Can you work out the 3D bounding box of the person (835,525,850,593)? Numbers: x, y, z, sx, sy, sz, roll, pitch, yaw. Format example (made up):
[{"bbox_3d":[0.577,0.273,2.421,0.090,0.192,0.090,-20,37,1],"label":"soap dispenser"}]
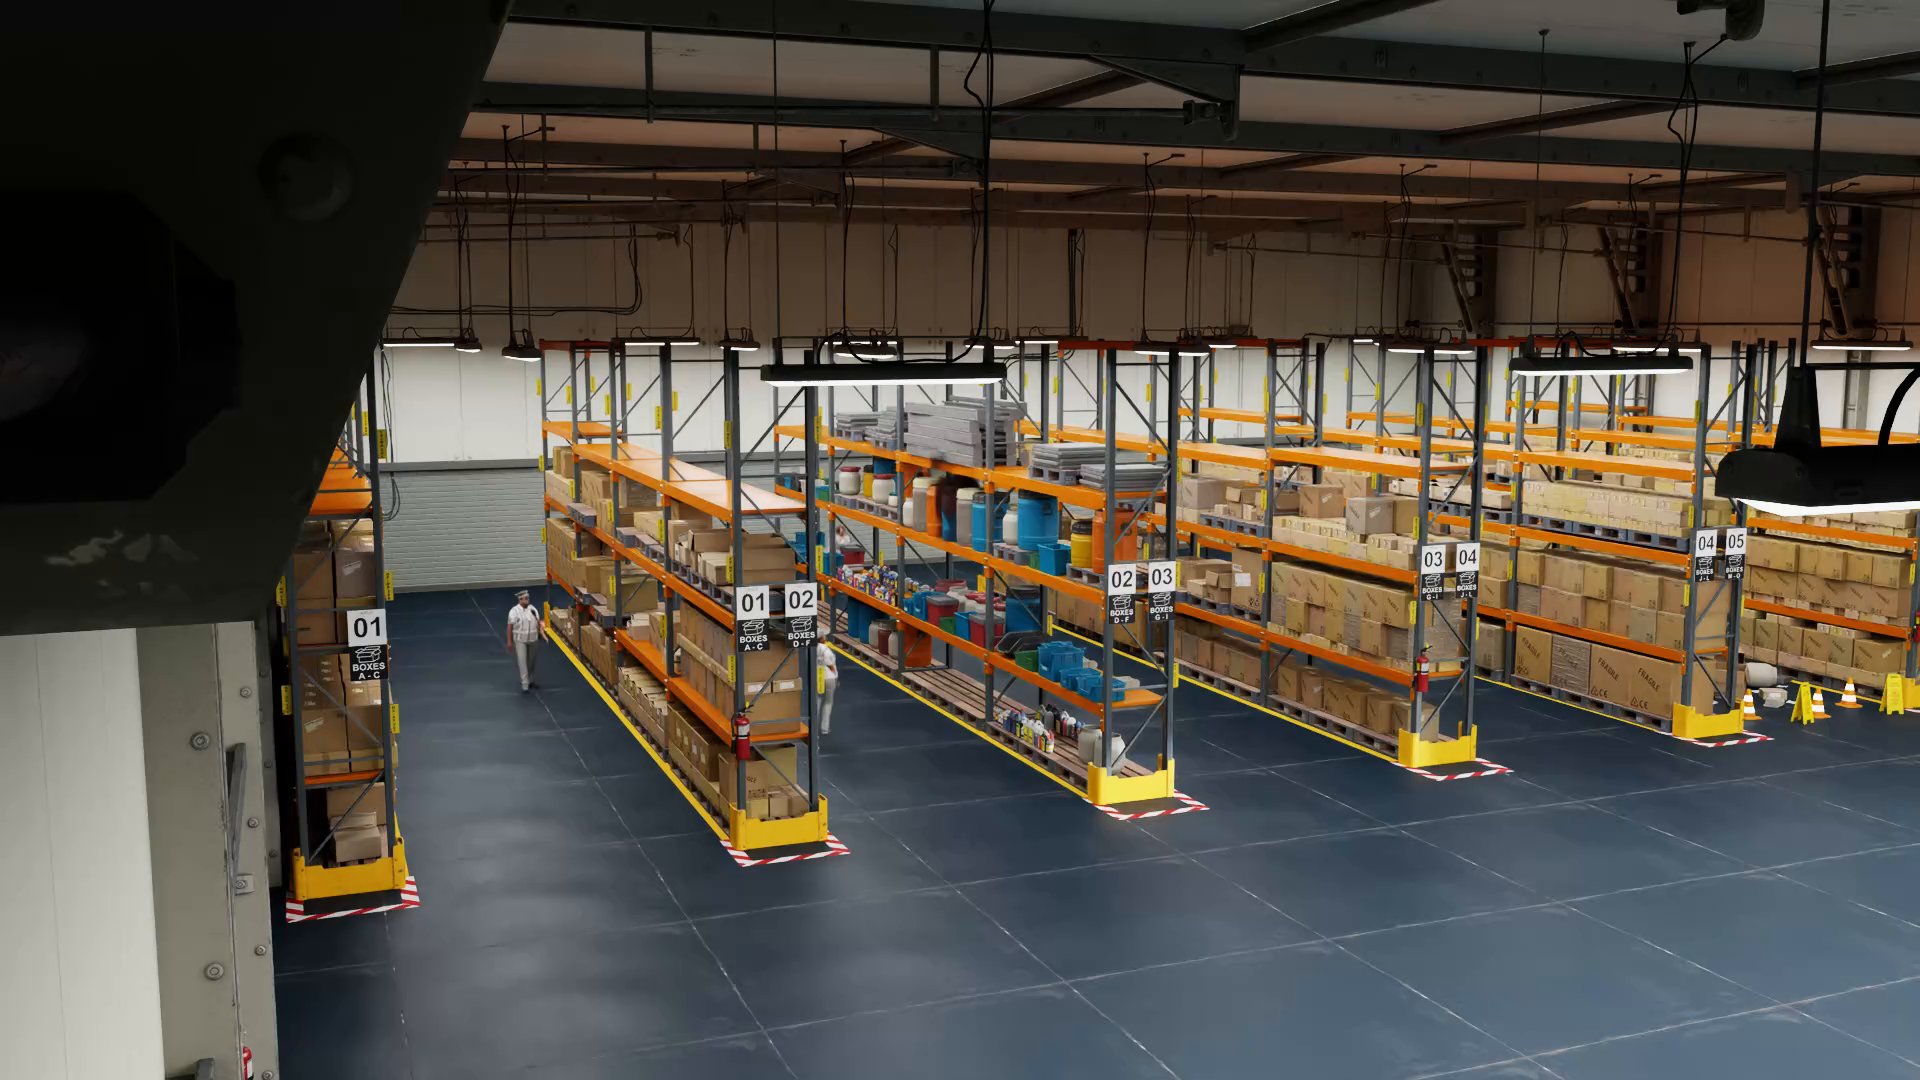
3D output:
[{"bbox_3d":[-2.805,0.433,39.363,0.507,1.560,0.706,-3,8,-24],"label":"person"}]

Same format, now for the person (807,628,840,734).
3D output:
[{"bbox_3d":[-2.111,2.166,25.625,0.506,1.658,0.441,2,8,15],"label":"person"}]

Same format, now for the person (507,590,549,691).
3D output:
[{"bbox_3d":[-7.511,1.713,28.876,0.685,1.720,1.060,-3,8,-23],"label":"person"}]
